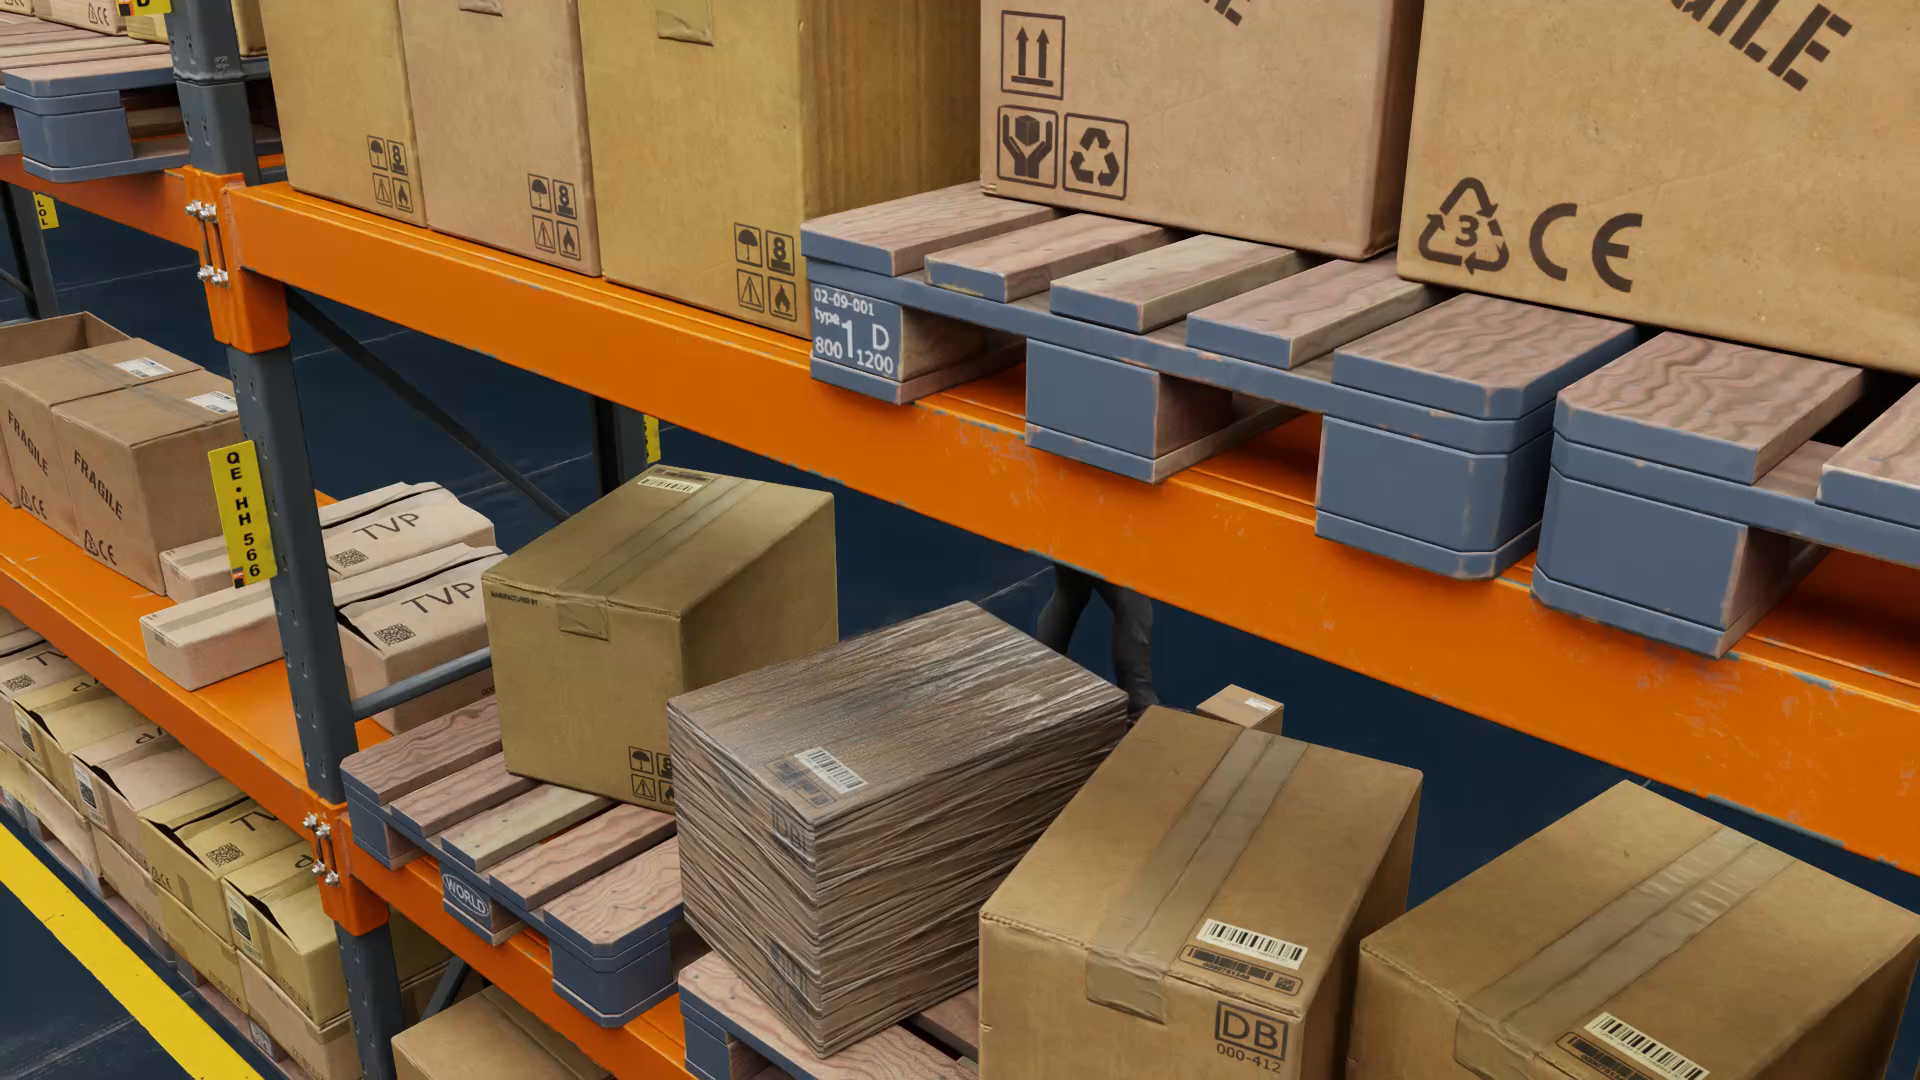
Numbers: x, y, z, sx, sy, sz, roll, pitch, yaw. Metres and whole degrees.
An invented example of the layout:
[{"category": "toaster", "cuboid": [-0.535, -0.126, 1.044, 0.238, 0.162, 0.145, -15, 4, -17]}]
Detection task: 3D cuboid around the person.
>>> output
[{"category": "person", "cuboid": [0.612, -0.054, 6.696, 0.651, 1.645, 0.529, -2, 24, -5]}]
